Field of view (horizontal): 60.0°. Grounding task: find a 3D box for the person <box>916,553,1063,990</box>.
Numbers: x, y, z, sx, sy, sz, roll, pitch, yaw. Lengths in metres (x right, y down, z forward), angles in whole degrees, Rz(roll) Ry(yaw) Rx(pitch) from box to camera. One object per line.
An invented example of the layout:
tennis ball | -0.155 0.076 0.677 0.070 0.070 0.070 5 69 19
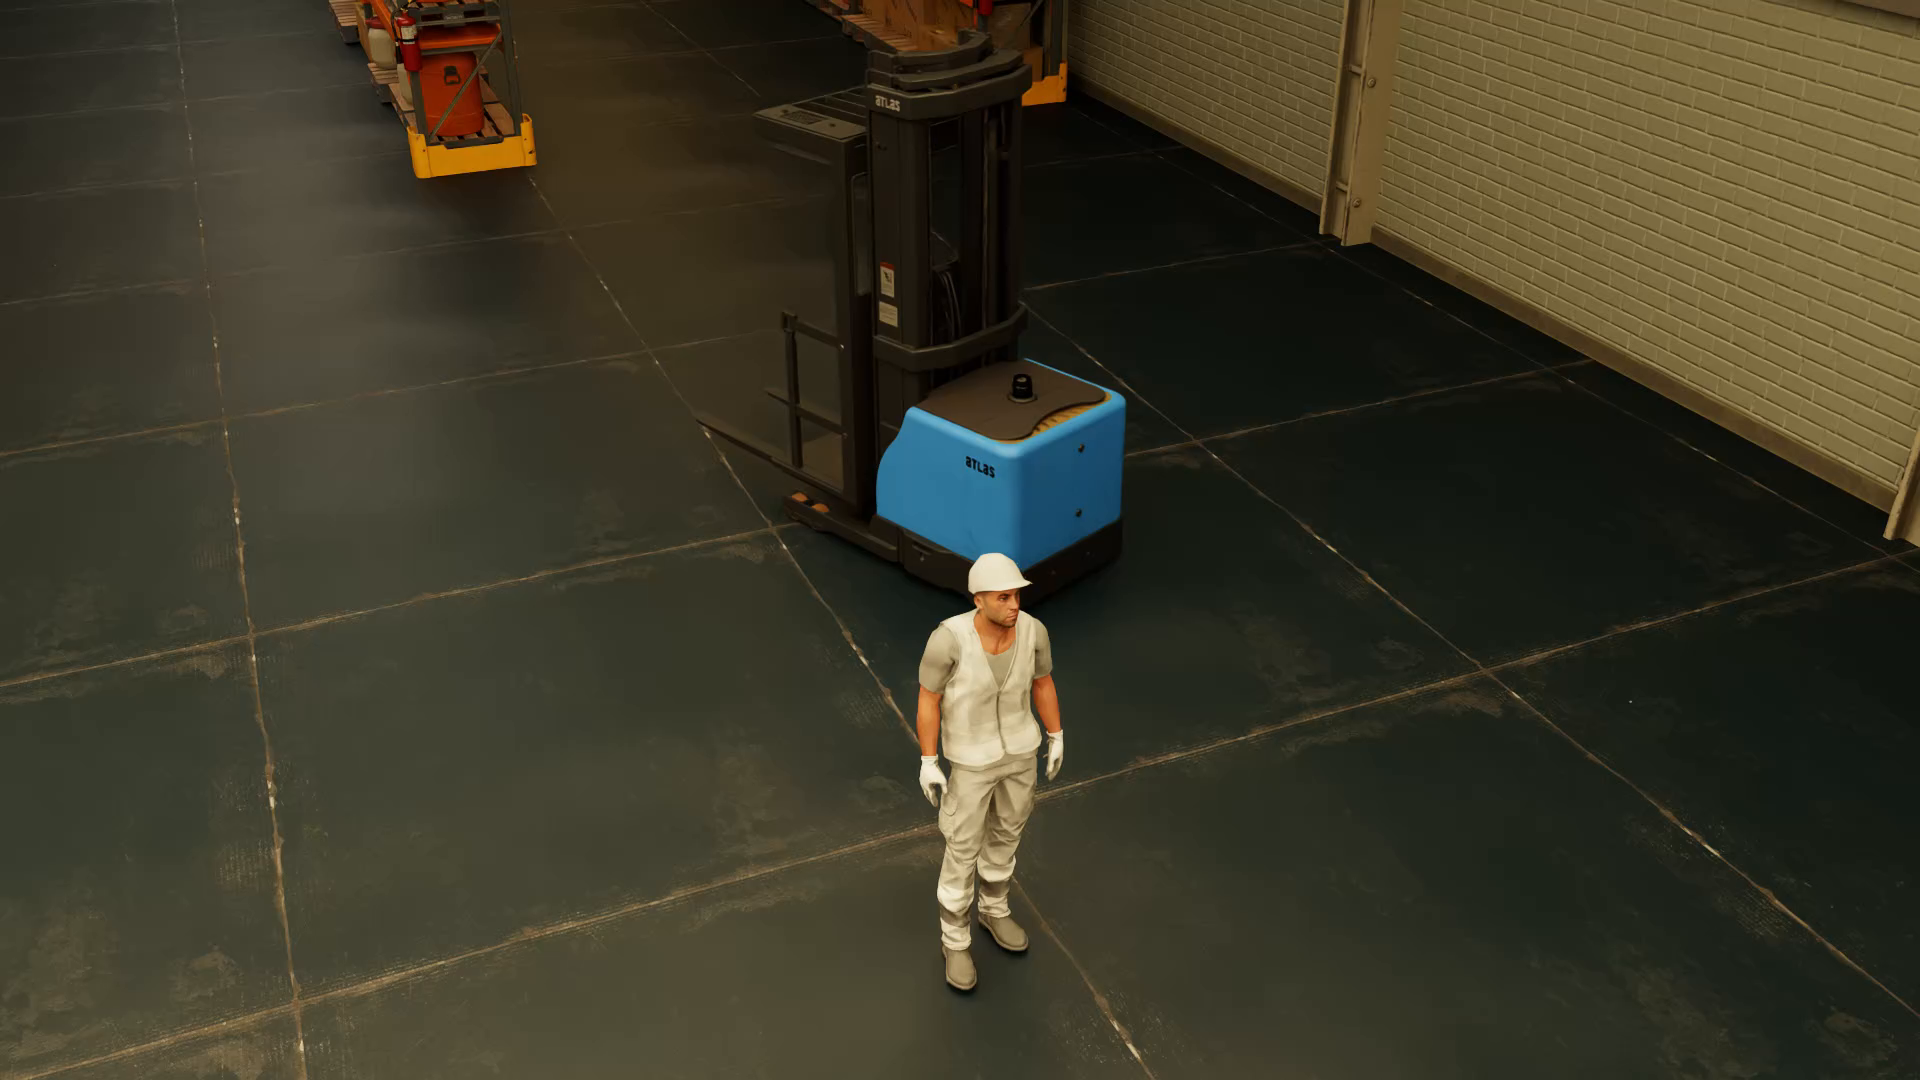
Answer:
person | 0.153 0.908 6.669 0.638 1.790 0.561 -13 32 -21

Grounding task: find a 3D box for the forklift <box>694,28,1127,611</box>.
forklift | -0.454 -1.492 9.729 3.031 2.935 1.130 26 39 37
